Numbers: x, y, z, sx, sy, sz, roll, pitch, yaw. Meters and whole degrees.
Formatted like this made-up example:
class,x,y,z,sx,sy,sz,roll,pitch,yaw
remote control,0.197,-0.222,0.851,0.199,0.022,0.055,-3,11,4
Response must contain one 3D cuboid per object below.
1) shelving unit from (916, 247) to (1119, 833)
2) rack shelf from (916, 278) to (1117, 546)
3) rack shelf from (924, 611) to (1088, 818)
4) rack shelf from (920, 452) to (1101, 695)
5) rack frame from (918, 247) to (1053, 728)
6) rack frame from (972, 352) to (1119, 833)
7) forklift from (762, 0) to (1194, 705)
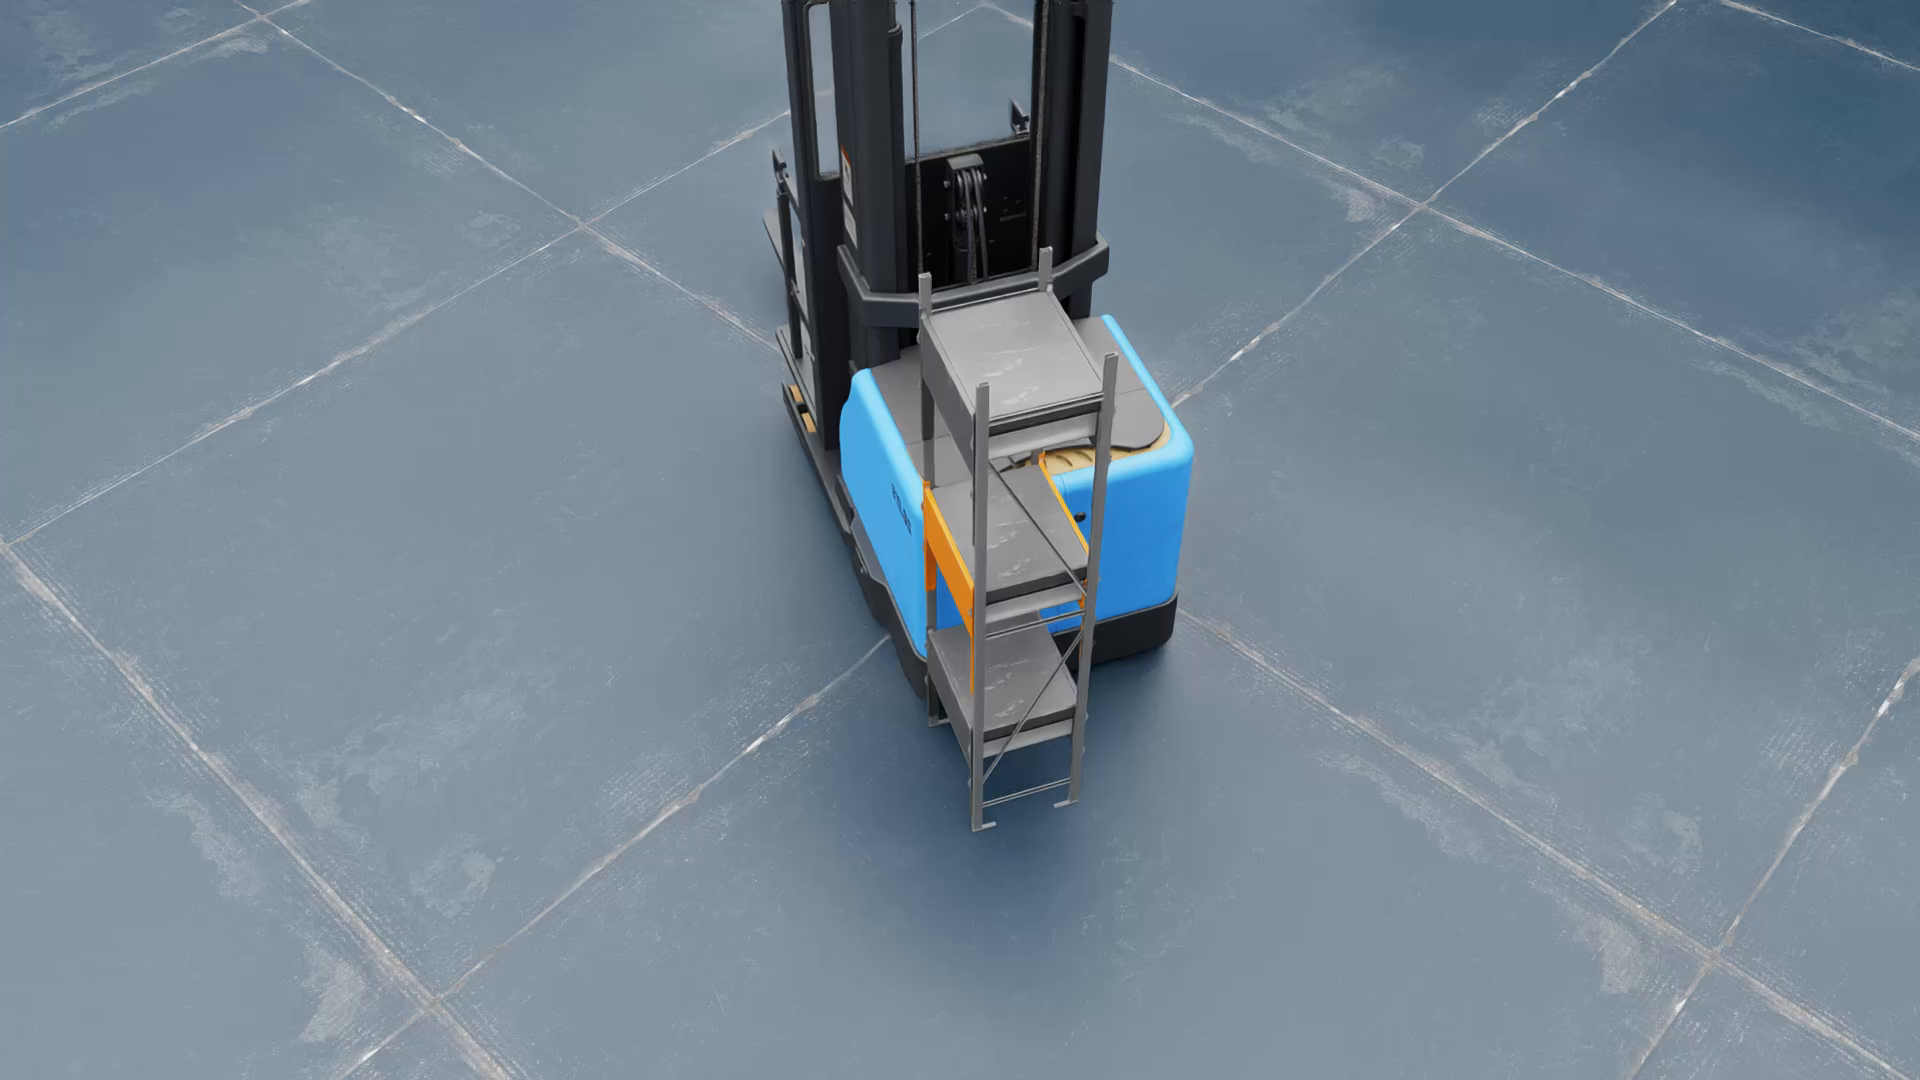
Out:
class,x,y,z,sx,sy,sz,roll,pitch,yaw
shelving unit,0.153,0.098,5.326,0.431,2.100,0.503,-14,48,-13
rack shelf,0.153,-0.372,4.826,0.431,0.518,0.480,-14,48,-13
rack shelf,0.153,0.586,5.847,0.431,0.518,0.480,-14,48,-13
rack shelf,0.153,0.107,5.336,0.431,0.518,0.480,-14,48,-13
rack frame,0.074,-0.070,5.484,0.400,2.100,0.015,-14,48,-13
rack frame,0.233,0.266,5.168,0.400,2.100,0.015,-14,48,-13
forklift,-0.140,-1.486,6.243,1.130,2.935,3.031,-14,48,-13
